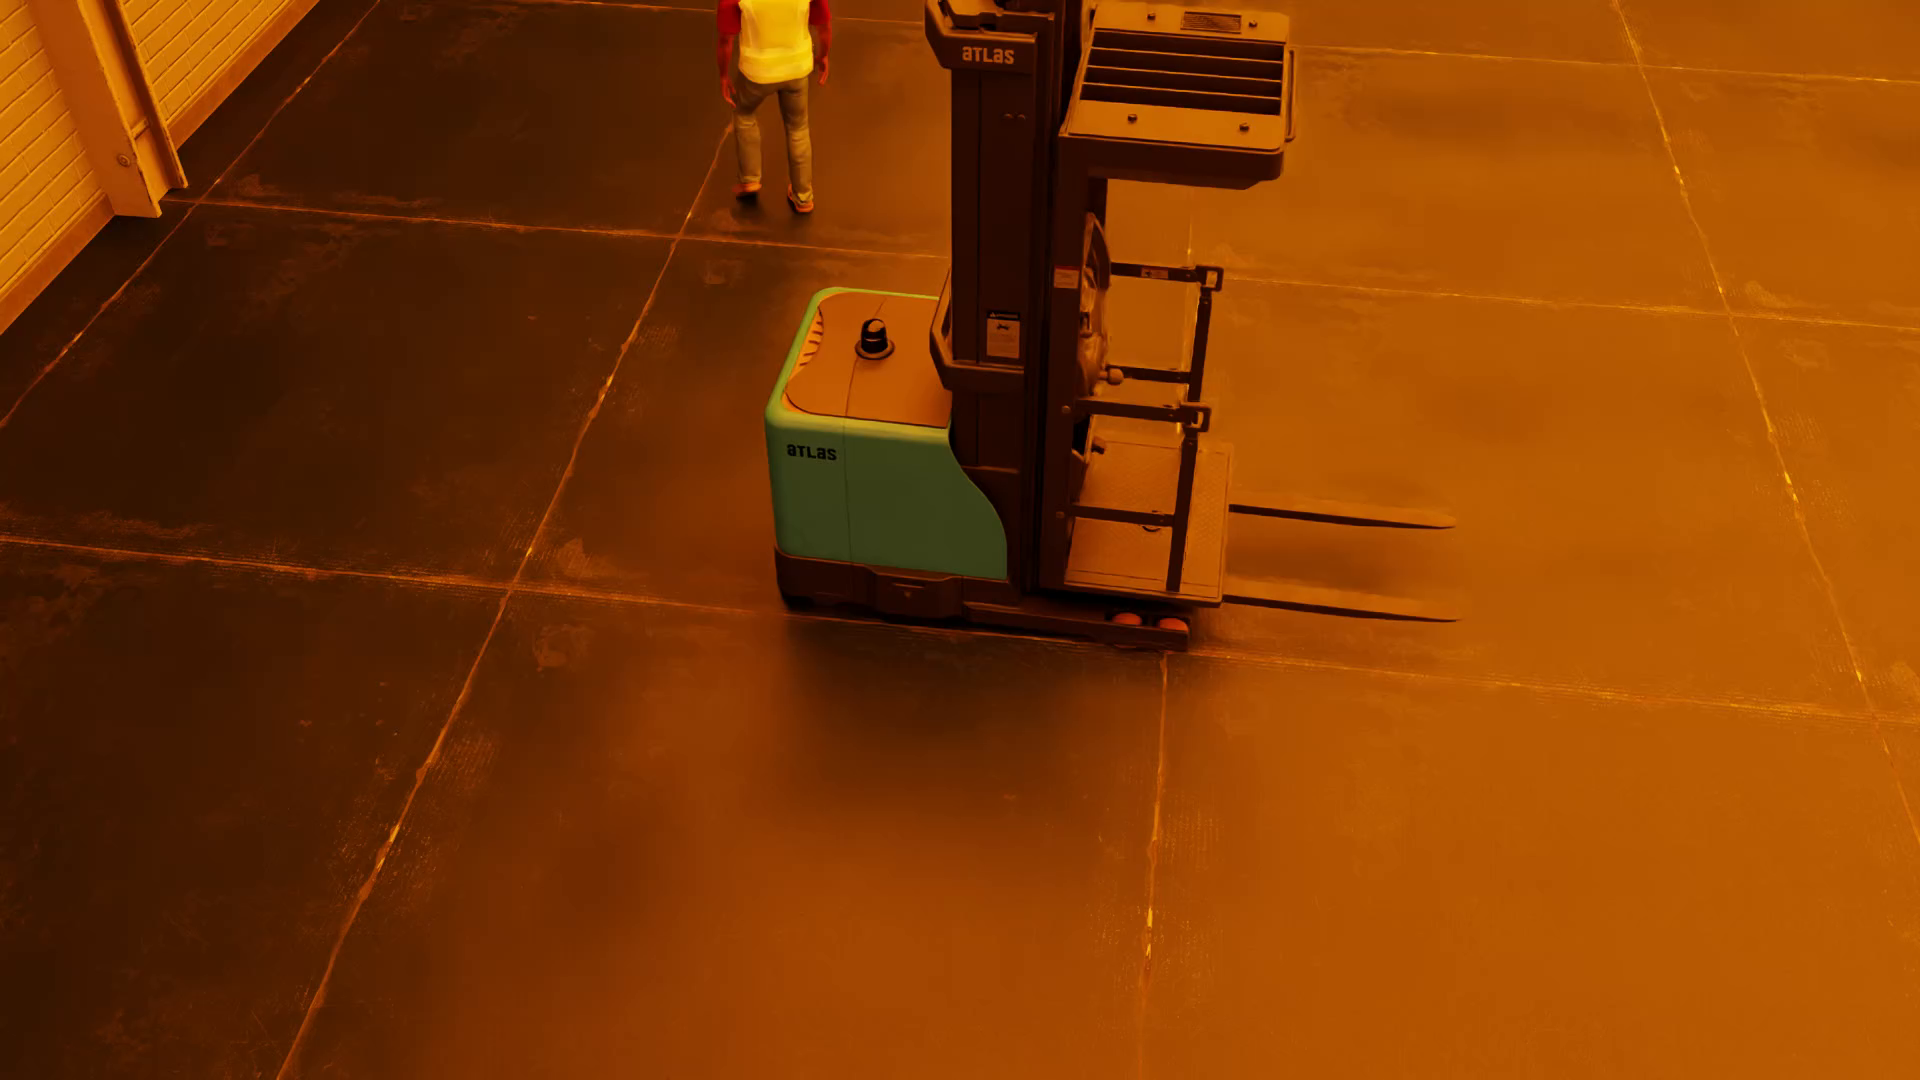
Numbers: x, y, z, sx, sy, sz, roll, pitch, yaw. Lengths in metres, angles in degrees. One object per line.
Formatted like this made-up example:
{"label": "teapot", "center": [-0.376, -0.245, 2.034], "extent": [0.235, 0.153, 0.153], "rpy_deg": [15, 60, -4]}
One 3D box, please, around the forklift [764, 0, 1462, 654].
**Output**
{"label": "forklift", "center": [0.734, -0.964, 6.774], "extent": [3.031, 2.935, 1.130], "rpy_deg": [7, 43, 7]}

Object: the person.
{"label": "person", "center": [-1.076, -2.724, 9.616], "extent": [0.672, 1.808, 0.512], "rpy_deg": [-12, 44, -13]}
